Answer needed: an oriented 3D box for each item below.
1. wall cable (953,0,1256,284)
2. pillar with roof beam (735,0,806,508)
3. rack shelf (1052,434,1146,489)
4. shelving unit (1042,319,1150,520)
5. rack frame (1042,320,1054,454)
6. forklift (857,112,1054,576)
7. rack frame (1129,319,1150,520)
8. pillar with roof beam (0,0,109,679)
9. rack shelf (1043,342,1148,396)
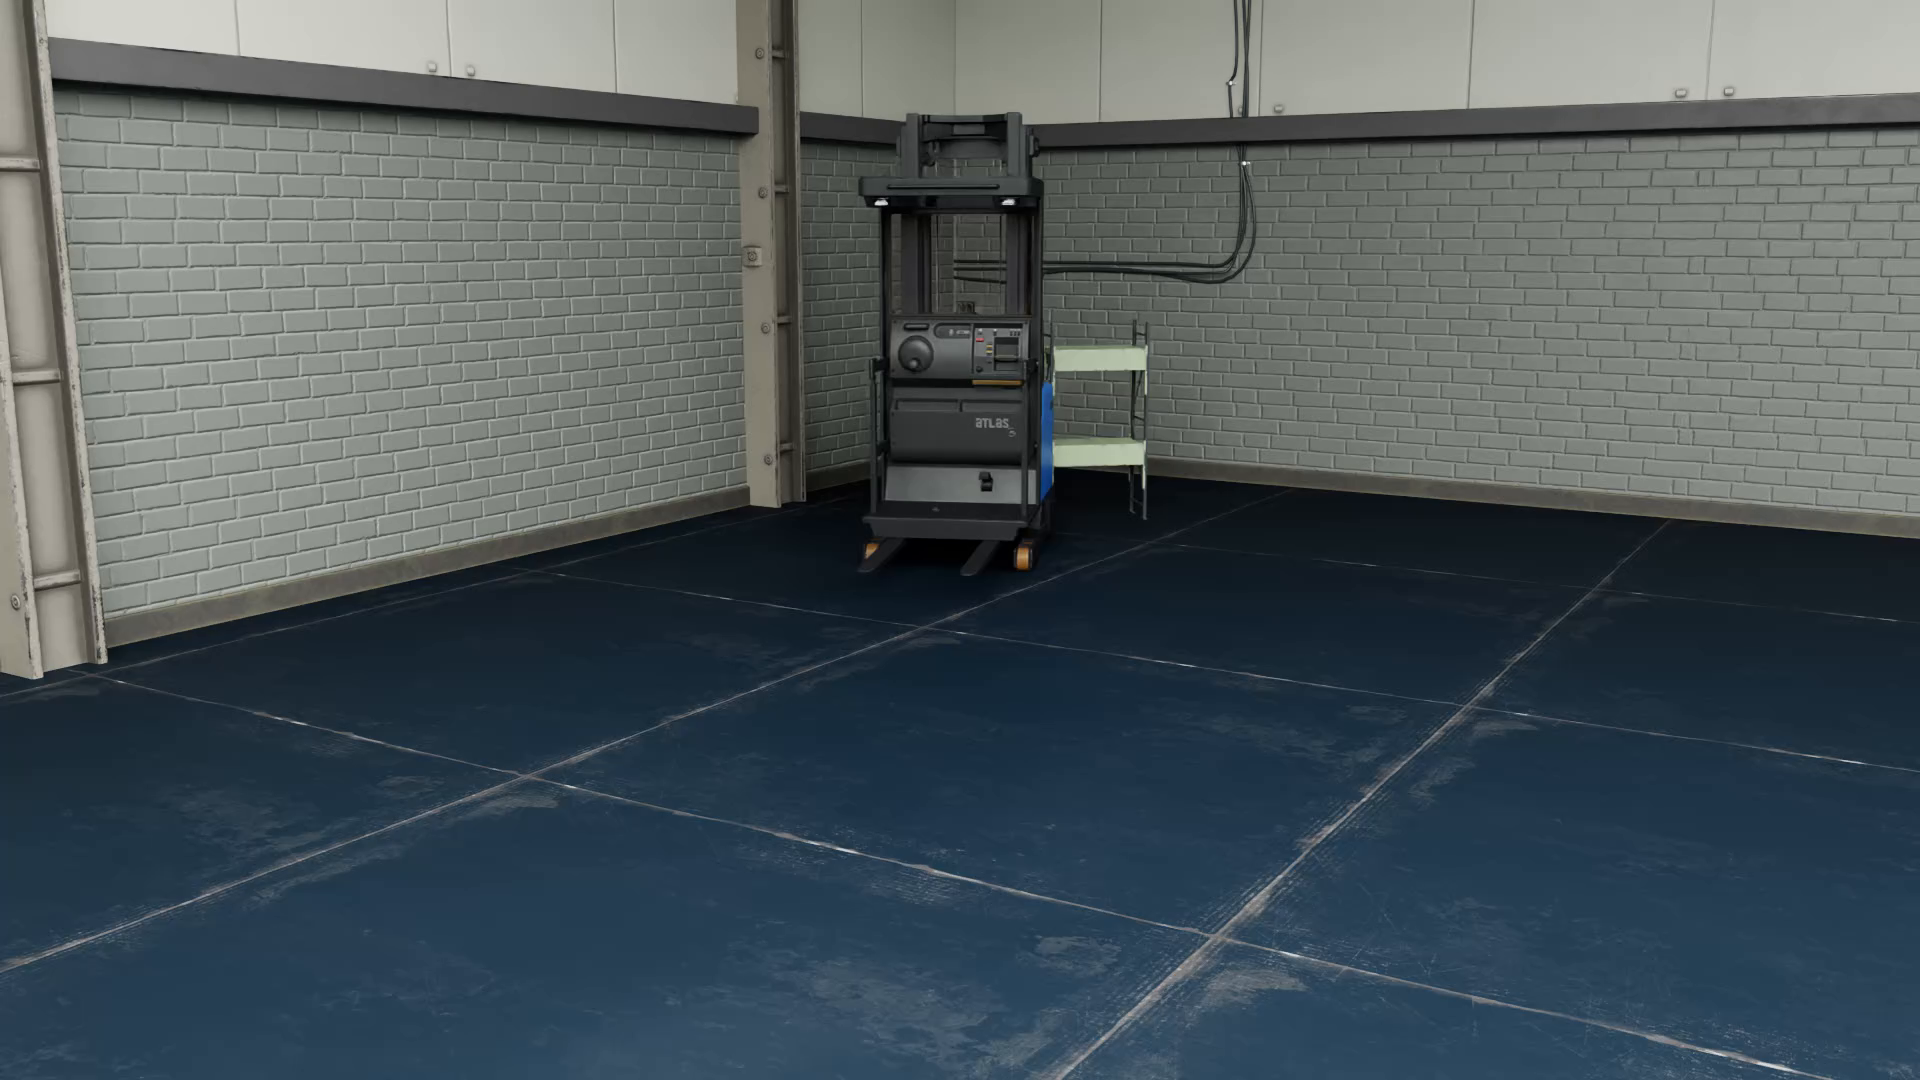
[{"bbox_3d":[1.176,-3.536,14.739,3.097,2.526,0.112,6,12,31],"label":"wall cable"},{"bbox_3d":[2.196,-4.314,10.457,9.100,9.000,0.400,6,12,31],"label":"pillar with roof beam"},{"bbox_3d":[1.015,-0.597,12.750,0.720,0.370,0.431,-2,11,-10],"label":"rack shelf"},{"bbox_3d":[1.015,-0.917,12.690,0.755,1.500,0.431,-2,11,-10],"label":"shelving unit"},{"bbox_3d":[0.654,-0.906,12.629,0.023,1.500,0.400,-2,11,-10],"label":"rack frame"},{"bbox_3d":[-0.033,-1.304,10.869,1.130,2.935,3.031,2,11,9],"label":"forklift"},{"bbox_3d":[1.375,-0.929,12.752,0.023,1.500,0.400,-2,11,-10],"label":"rack frame"},{"bbox_3d":[-0.919,-3.370,5.416,9.100,9.000,0.400,6,12,31],"label":"pillar with roof beam"},{"bbox_3d":[1.014,-1.301,12.619,0.720,0.370,0.431,-2,11,-10],"label":"rack shelf"}]
